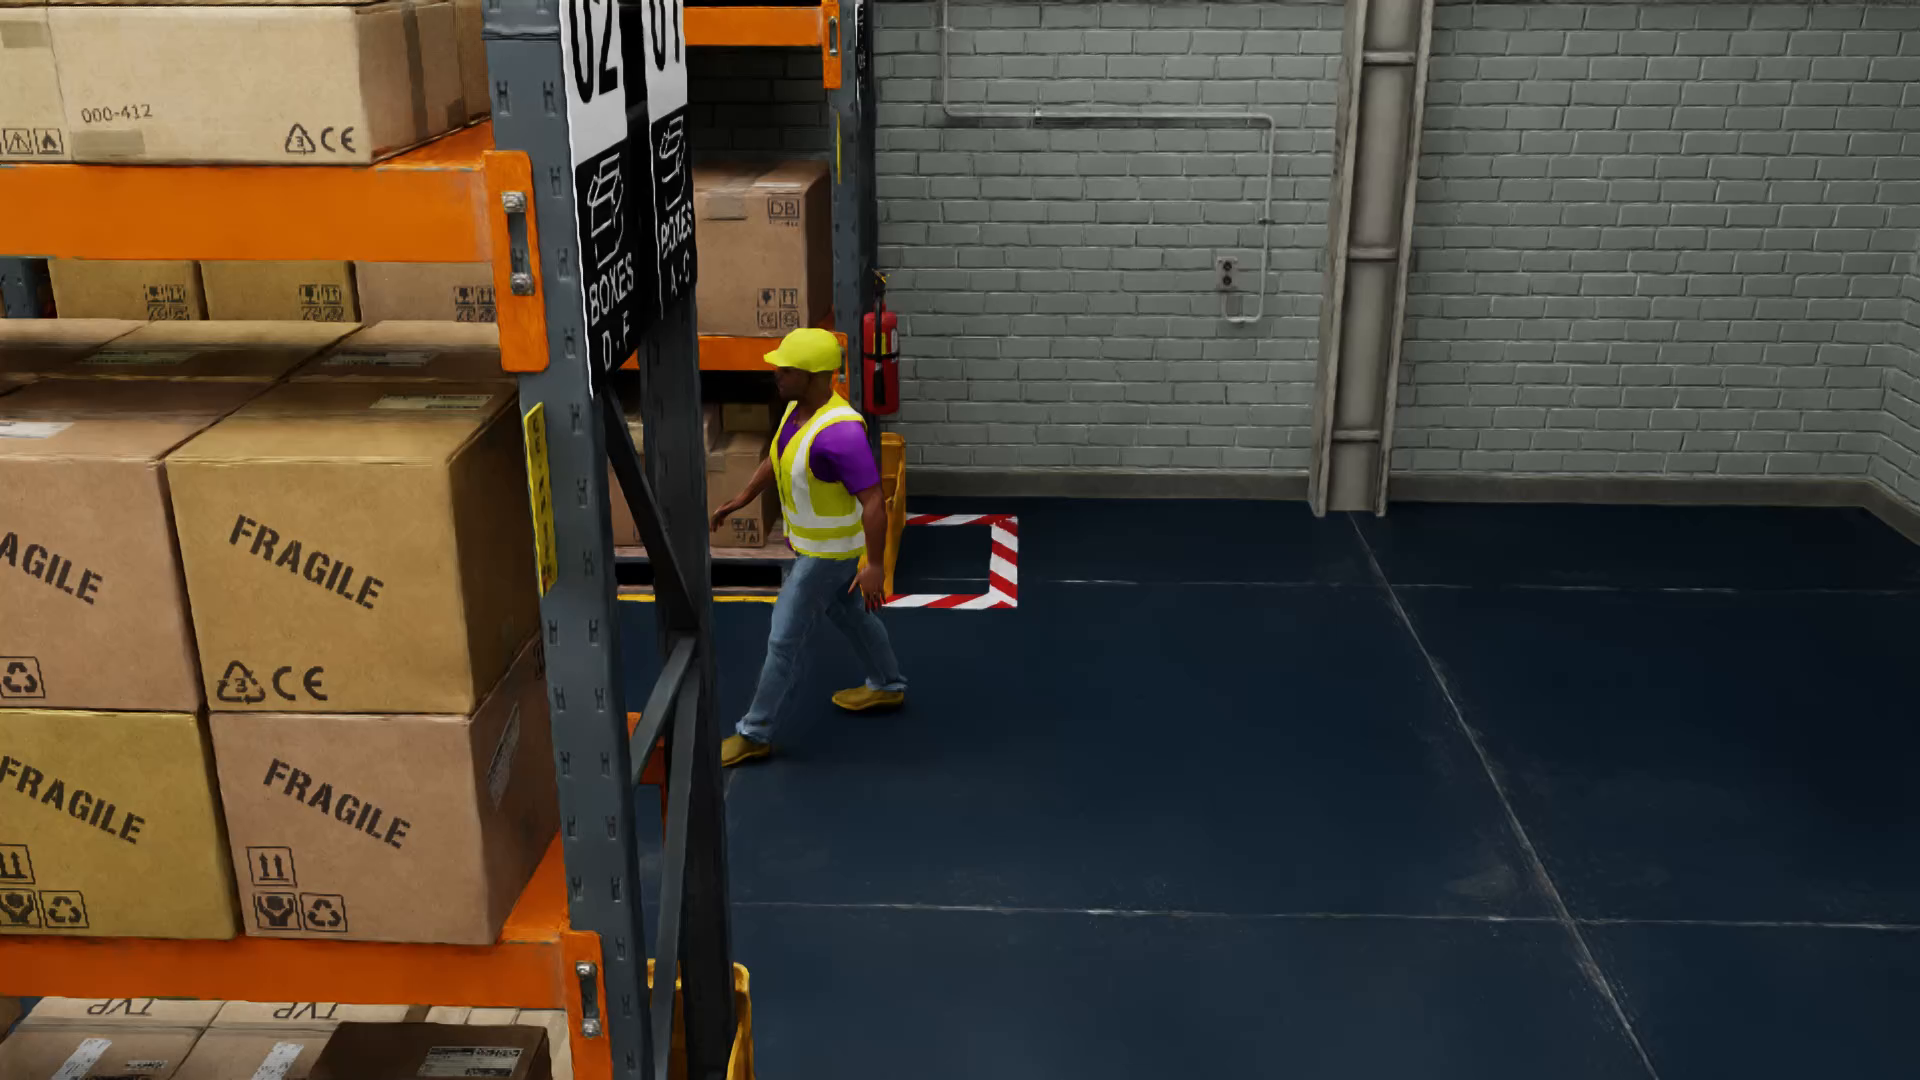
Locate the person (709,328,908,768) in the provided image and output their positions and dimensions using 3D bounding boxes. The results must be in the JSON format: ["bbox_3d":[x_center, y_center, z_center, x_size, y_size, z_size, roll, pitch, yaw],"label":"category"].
[{"bbox_3d":[-0.614,0.017,6.507,0.965,1.725,0.774,-8,22,-21],"label":"person"}]
